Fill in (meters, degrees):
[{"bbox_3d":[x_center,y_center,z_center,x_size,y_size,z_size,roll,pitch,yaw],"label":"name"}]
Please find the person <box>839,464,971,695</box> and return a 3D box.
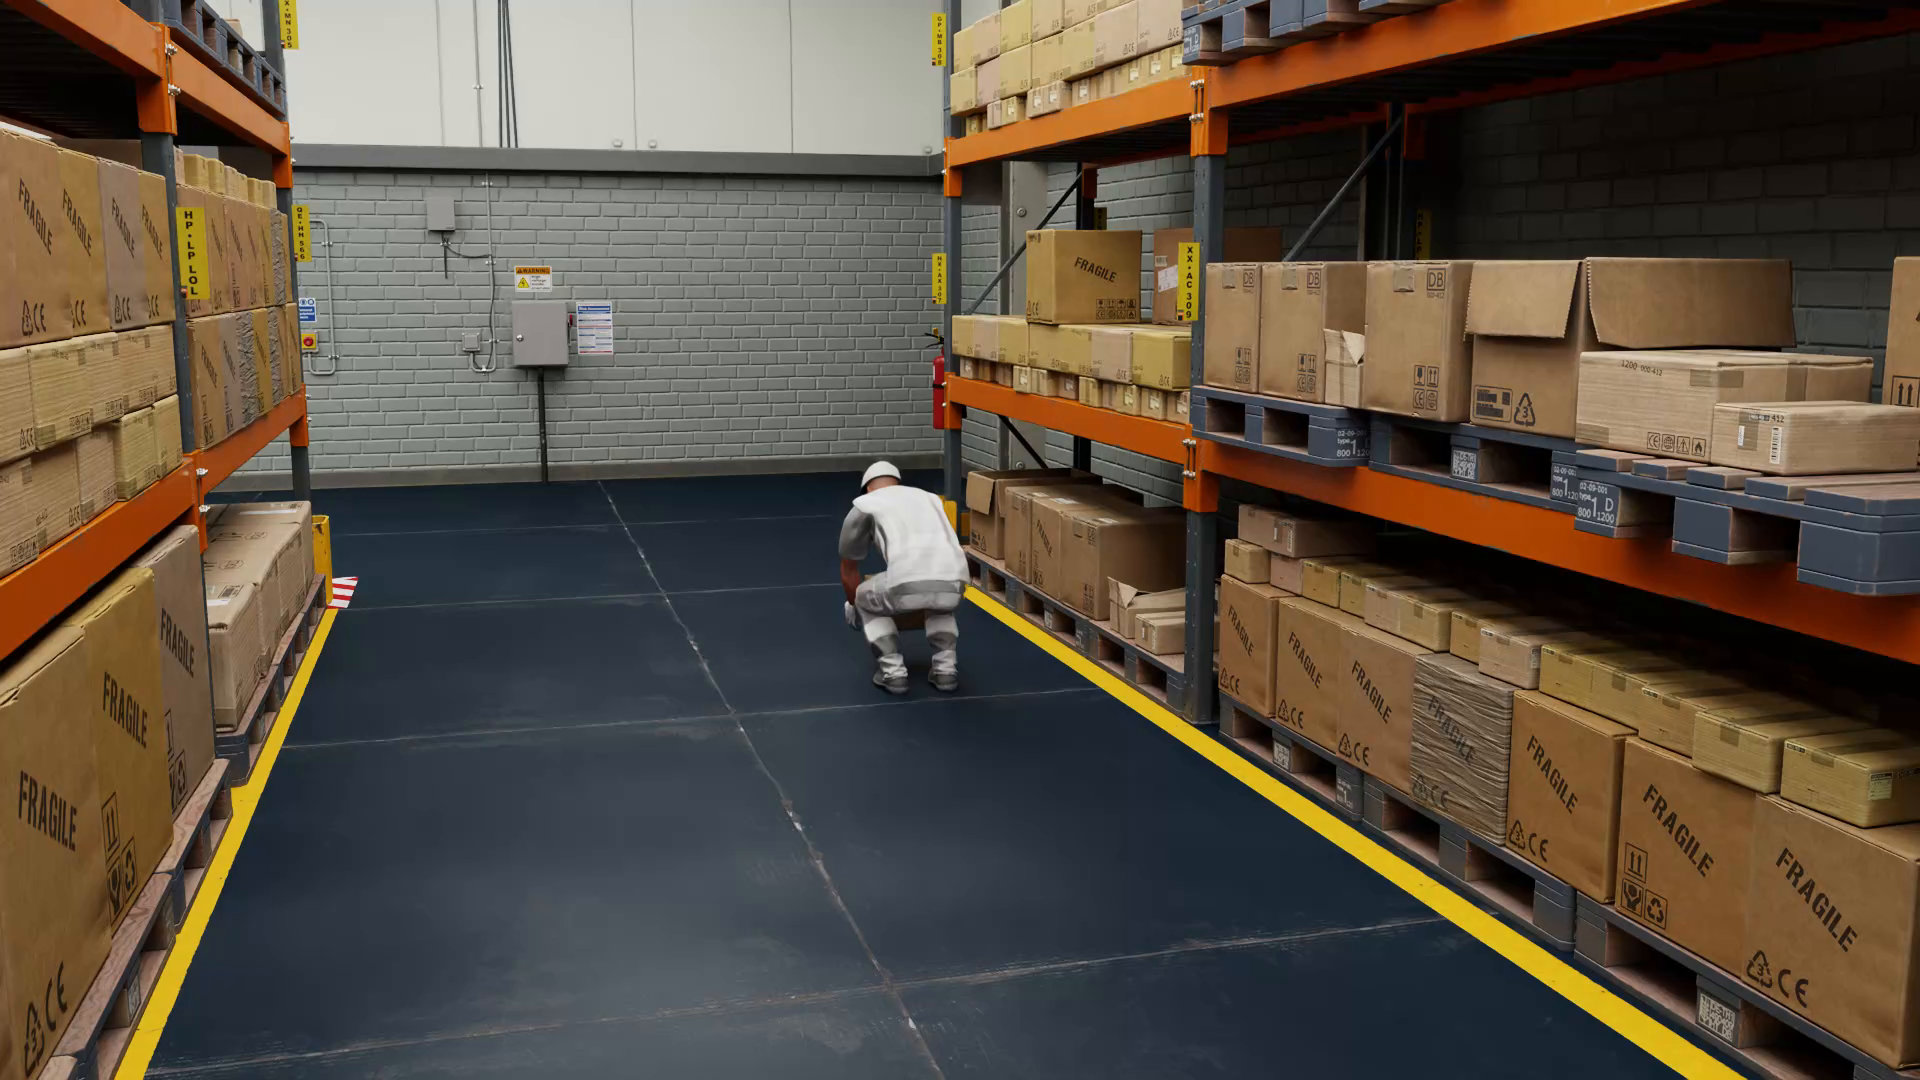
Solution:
[{"bbox_3d":[-0.272,0.181,8.043,0.574,1.040,0.873,-3,10,-16],"label":"person"}]
